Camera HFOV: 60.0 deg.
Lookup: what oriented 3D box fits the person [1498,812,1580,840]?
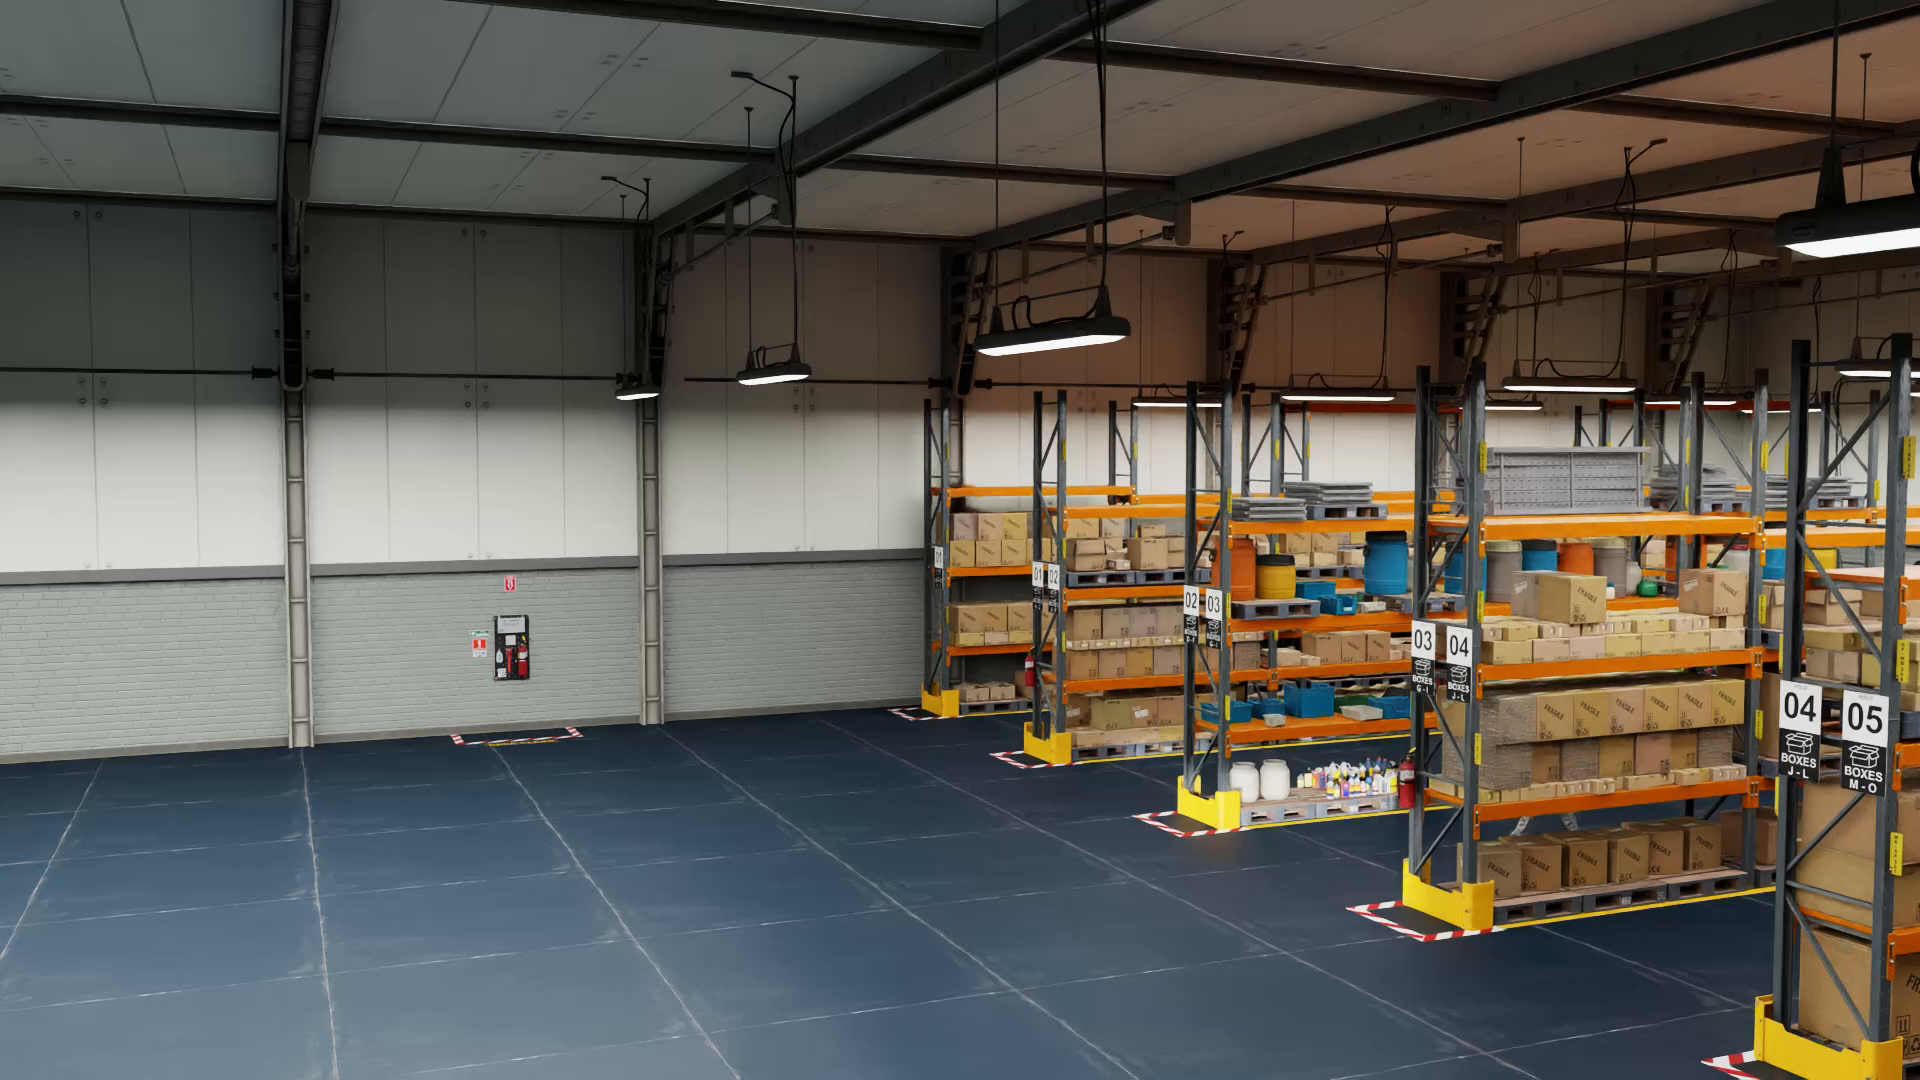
[{"bbox_3d":[7.406,3.019,21.101,0.997,1.729,0.503,0,3,-5],"label":"person"}]
